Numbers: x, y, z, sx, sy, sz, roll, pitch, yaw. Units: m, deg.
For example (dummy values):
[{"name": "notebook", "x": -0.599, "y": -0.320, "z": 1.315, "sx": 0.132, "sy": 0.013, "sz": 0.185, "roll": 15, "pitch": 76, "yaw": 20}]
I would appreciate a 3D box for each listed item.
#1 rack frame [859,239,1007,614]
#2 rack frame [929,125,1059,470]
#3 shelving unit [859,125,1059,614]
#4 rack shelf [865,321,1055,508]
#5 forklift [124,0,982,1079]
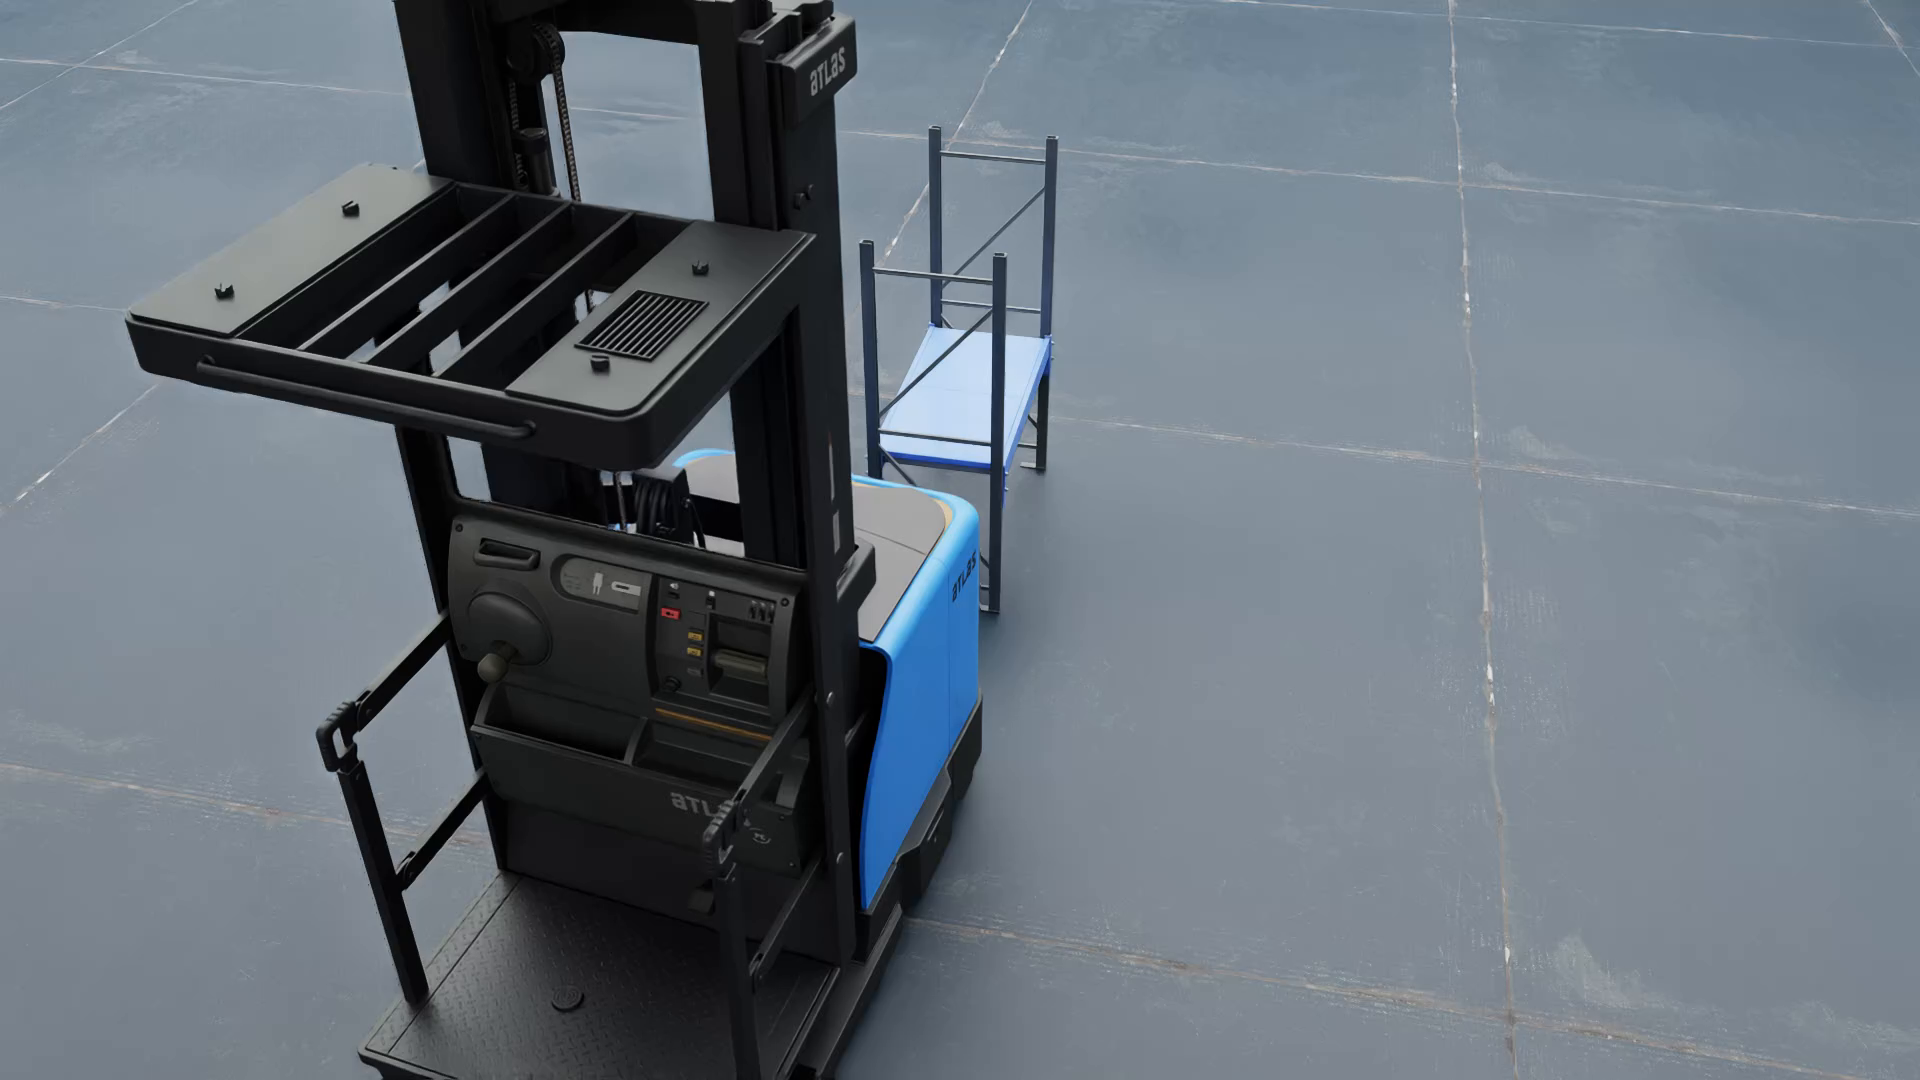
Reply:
[{"name": "rack frame", "x": -0.090, "y": -0.365, "z": 5.975, "sx": 0.500, "sy": 1.500, "sz": 0.032, "roll": 7, "pitch": 37, "yaw": 10}, {"name": "rack frame", "x": 0.127, "y": -0.948, "z": 6.779, "sx": 0.500, "sy": 1.500, "sz": 0.032, "roll": 7, "pitch": 37, "yaw": 10}, {"name": "shelving unit", "x": 0.018, "y": -0.656, "z": 6.377, "sx": 0.538, "sy": 1.500, "sz": 1.048, "roll": 7, "pitch": 37, "yaw": 10}, {"name": "rack shelf", "x": 0.018, "y": -0.511, "z": 6.483, "sx": 0.538, "sy": 0.185, "sz": 1.000, "roll": 7, "pitch": 37, "yaw": 10}, {"name": "forklift", "x": -0.901, "y": 0.274, "z": 3.874, "sx": 1.130, "sy": 2.935, "sz": 3.031, "roll": 12, "pitch": 38, "yaw": 16}]
